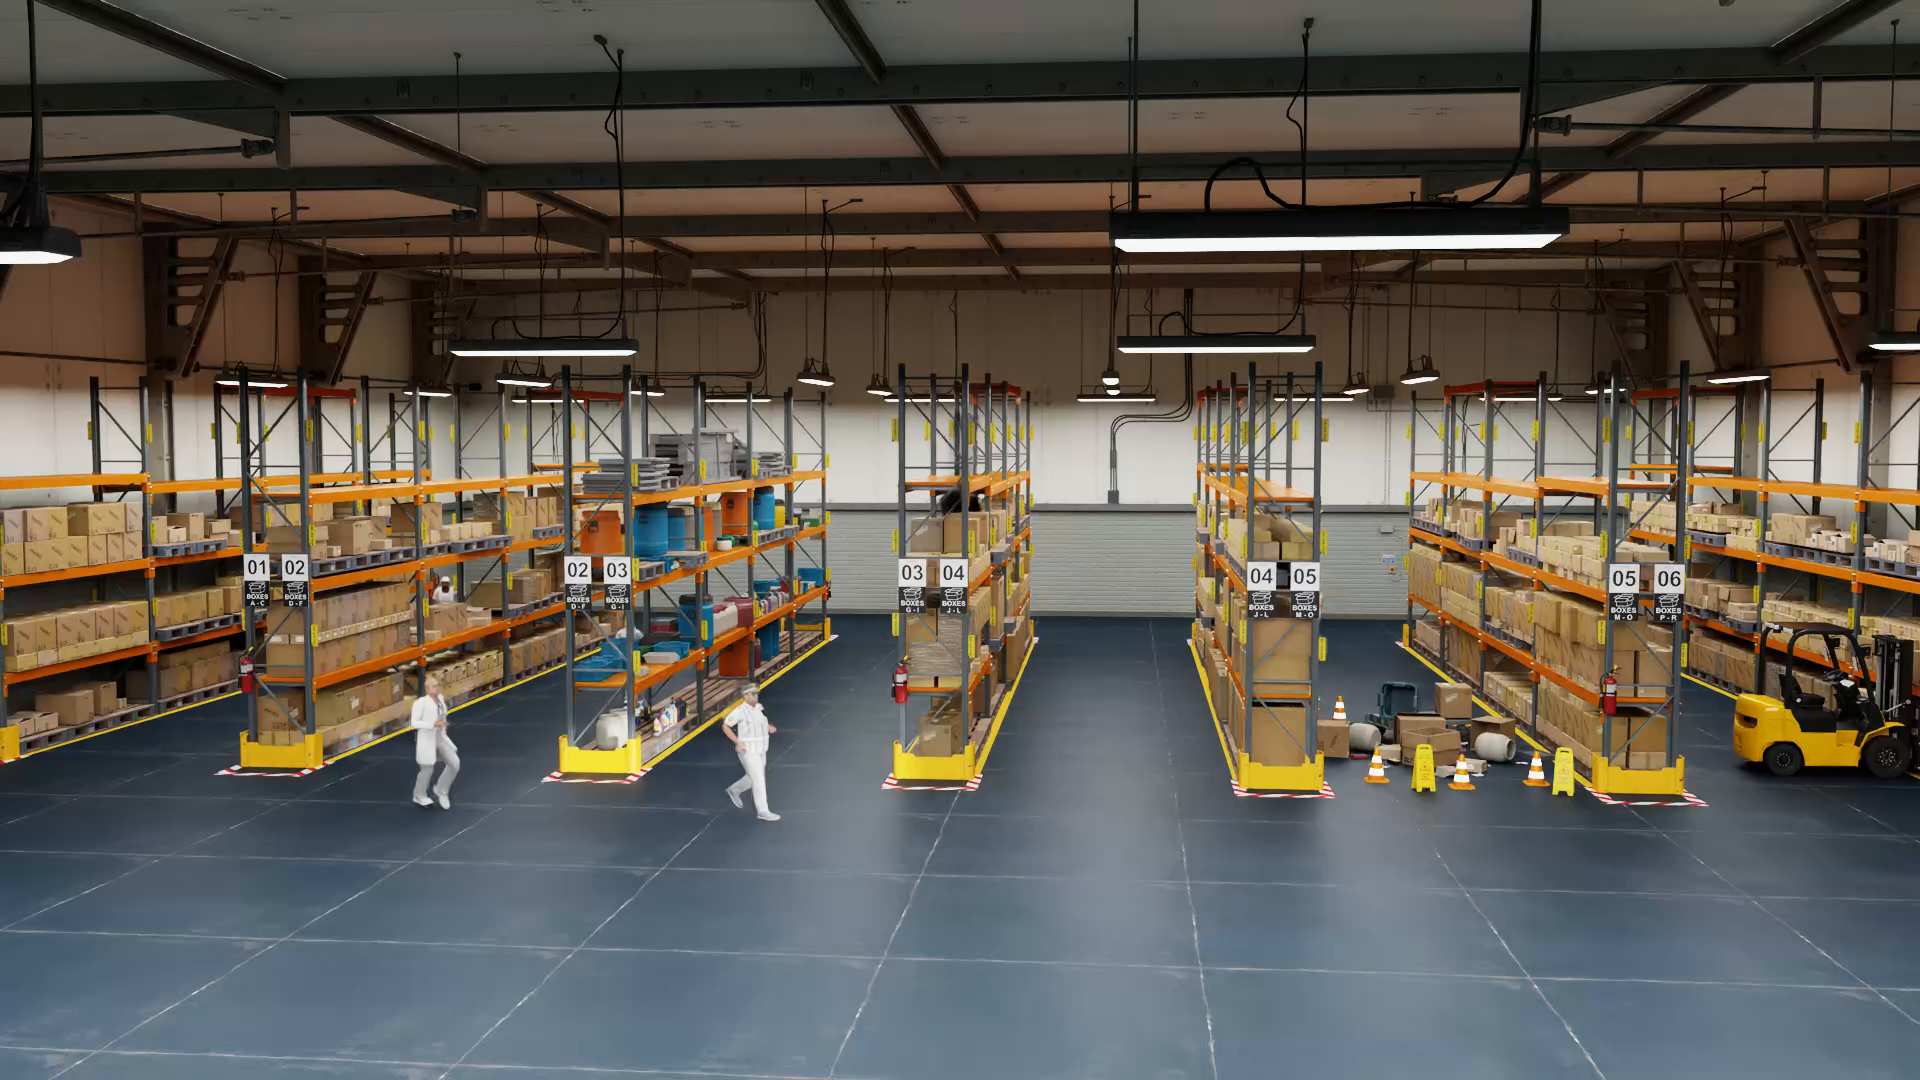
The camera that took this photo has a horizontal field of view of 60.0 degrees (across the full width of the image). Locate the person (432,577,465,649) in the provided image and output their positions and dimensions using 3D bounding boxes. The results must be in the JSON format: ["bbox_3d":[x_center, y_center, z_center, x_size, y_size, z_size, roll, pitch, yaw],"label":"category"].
[{"bbox_3d":[-11.856,1.682,38.511,0.688,1.702,0.729,0,4,2],"label":"person"}]

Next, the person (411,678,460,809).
[{"bbox_3d":[-7.015,2.728,22.074,0.814,1.743,0.693,2,4,33],"label":"person"}]

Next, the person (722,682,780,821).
[{"bbox_3d":[-2.715,2.722,21.616,0.959,1.750,0.672,2,4,31],"label":"person"}]

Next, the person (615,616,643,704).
[{"bbox_3d":[-6.148,2.201,30.938,0.573,1.628,0.758,0,4,2],"label":"person"}]
